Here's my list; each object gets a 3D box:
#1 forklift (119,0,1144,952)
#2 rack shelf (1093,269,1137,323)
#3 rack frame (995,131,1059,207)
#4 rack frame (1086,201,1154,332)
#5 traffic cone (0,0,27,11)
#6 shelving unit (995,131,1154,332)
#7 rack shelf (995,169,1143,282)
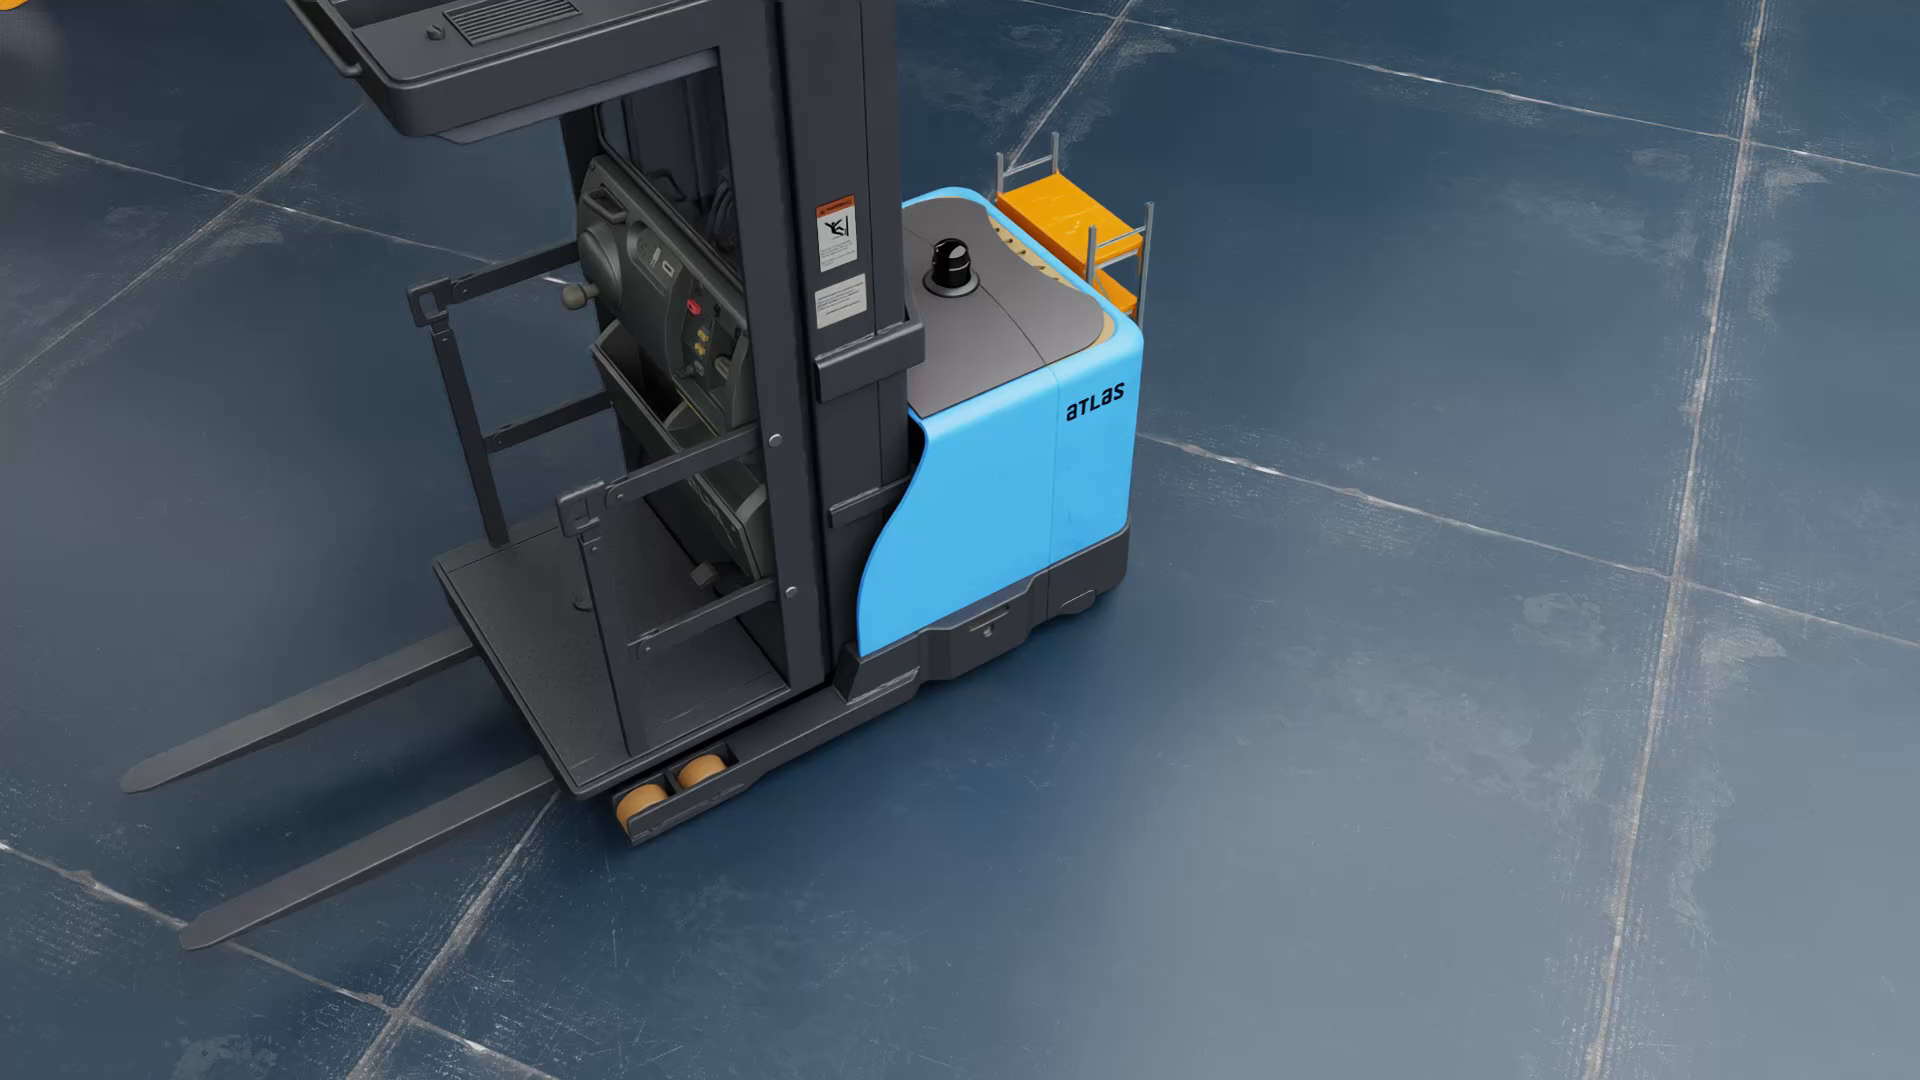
[{"bbox_3d":[-0.955,-0.591,4.266,3.031,2.935,1.130,-25,50,-23],"label":"forklift"},{"bbox_3d":[0.353,-0.813,5.495,0.258,0.148,0.480,-26,50,-23],"label":"rack shelf"},{"bbox_3d":[0.217,-0.845,5.748,0.240,1.200,0.015,-26,50,-23],"label":"rack frame"},{"bbox_3d":[0.490,-0.560,5.462,0.240,1.200,0.015,-26,50,-23],"label":"rack frame"},{"bbox_3d":[-4.929,-2.992,8.429,0.334,0.463,0.336,16,47,16],"label":"traffic cone"},{"bbox_3d":[0.353,-0.702,5.605,0.258,1.200,0.503,-26,50,-23],"label":"shelving unit"},{"bbox_3d":[0.353,-0.981,5.328,0.258,0.148,0.480,-26,50,-23],"label":"rack shelf"}]
